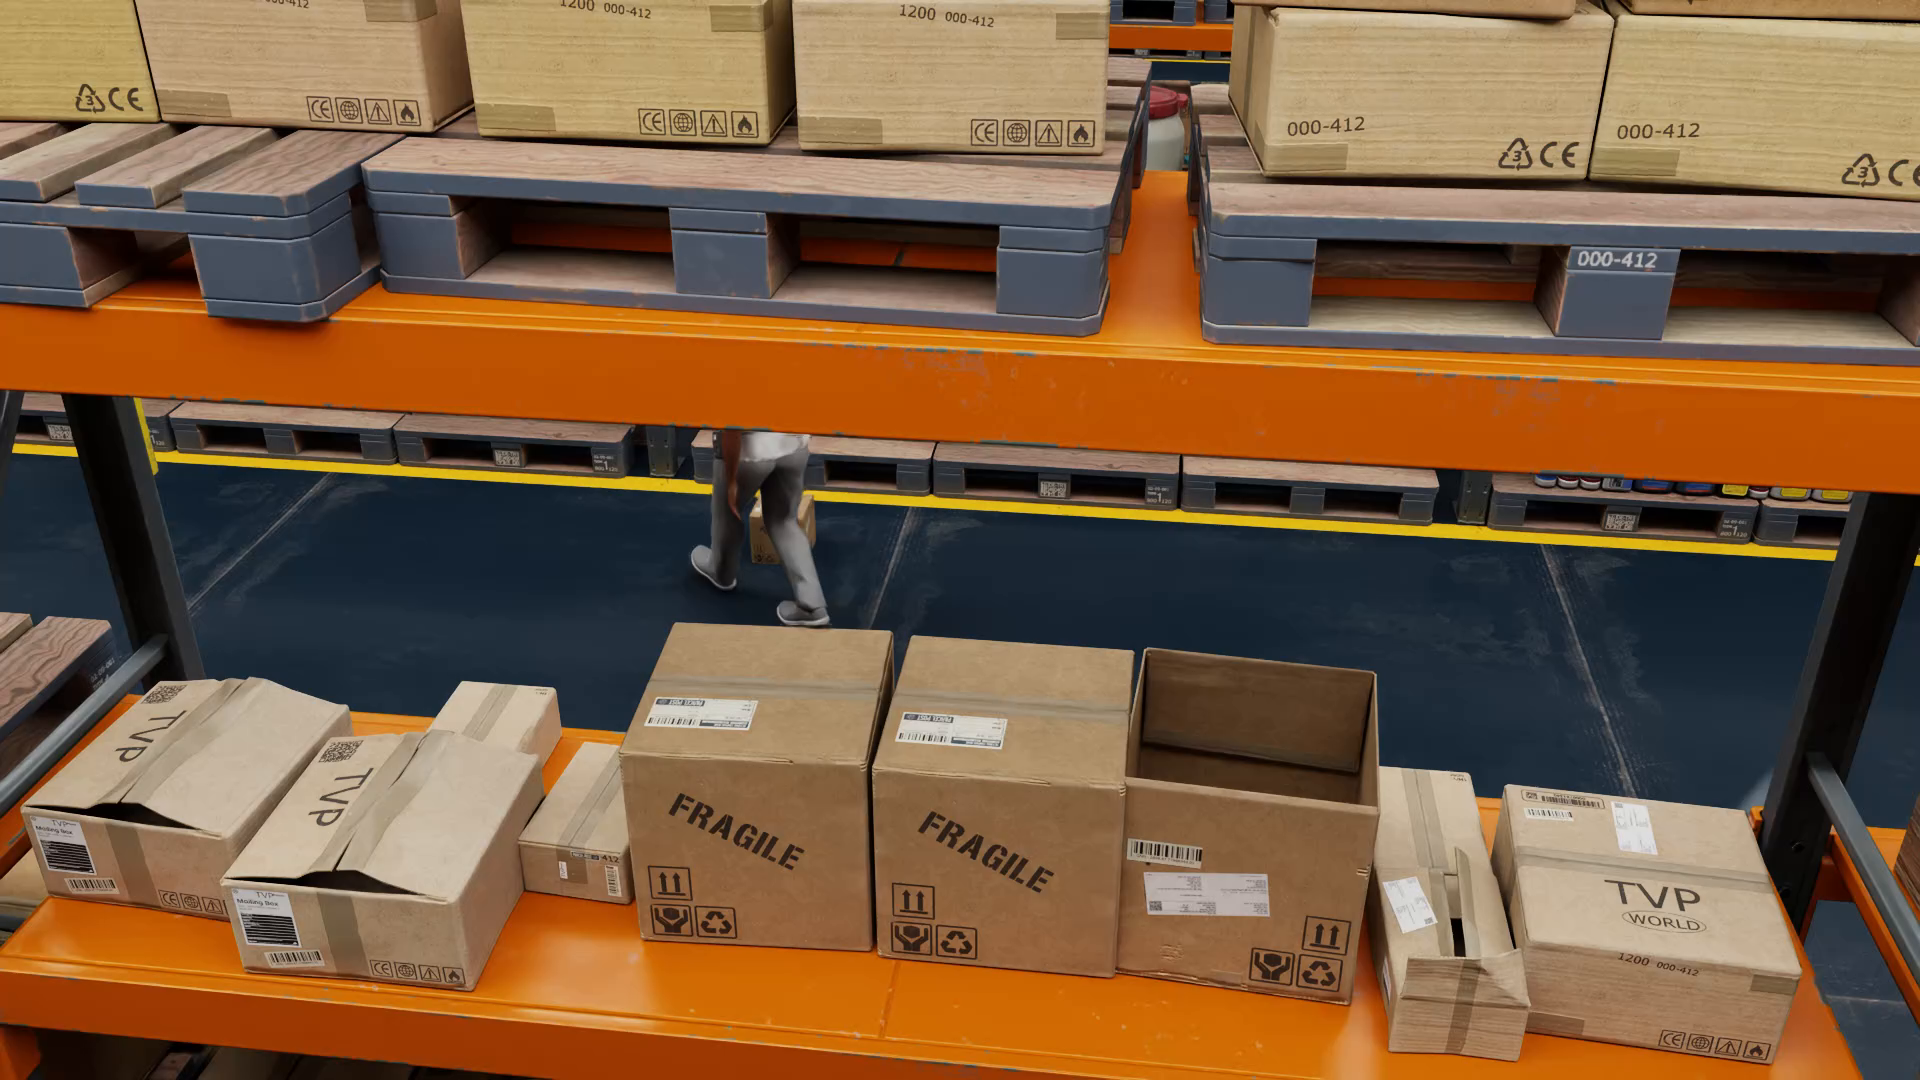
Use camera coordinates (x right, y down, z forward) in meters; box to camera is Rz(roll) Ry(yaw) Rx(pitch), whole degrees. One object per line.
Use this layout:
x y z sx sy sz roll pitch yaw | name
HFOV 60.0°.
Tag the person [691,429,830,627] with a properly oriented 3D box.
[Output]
-0.873 -0.438 6.930 0.496 1.618 0.903 -18 33 -29 | person
